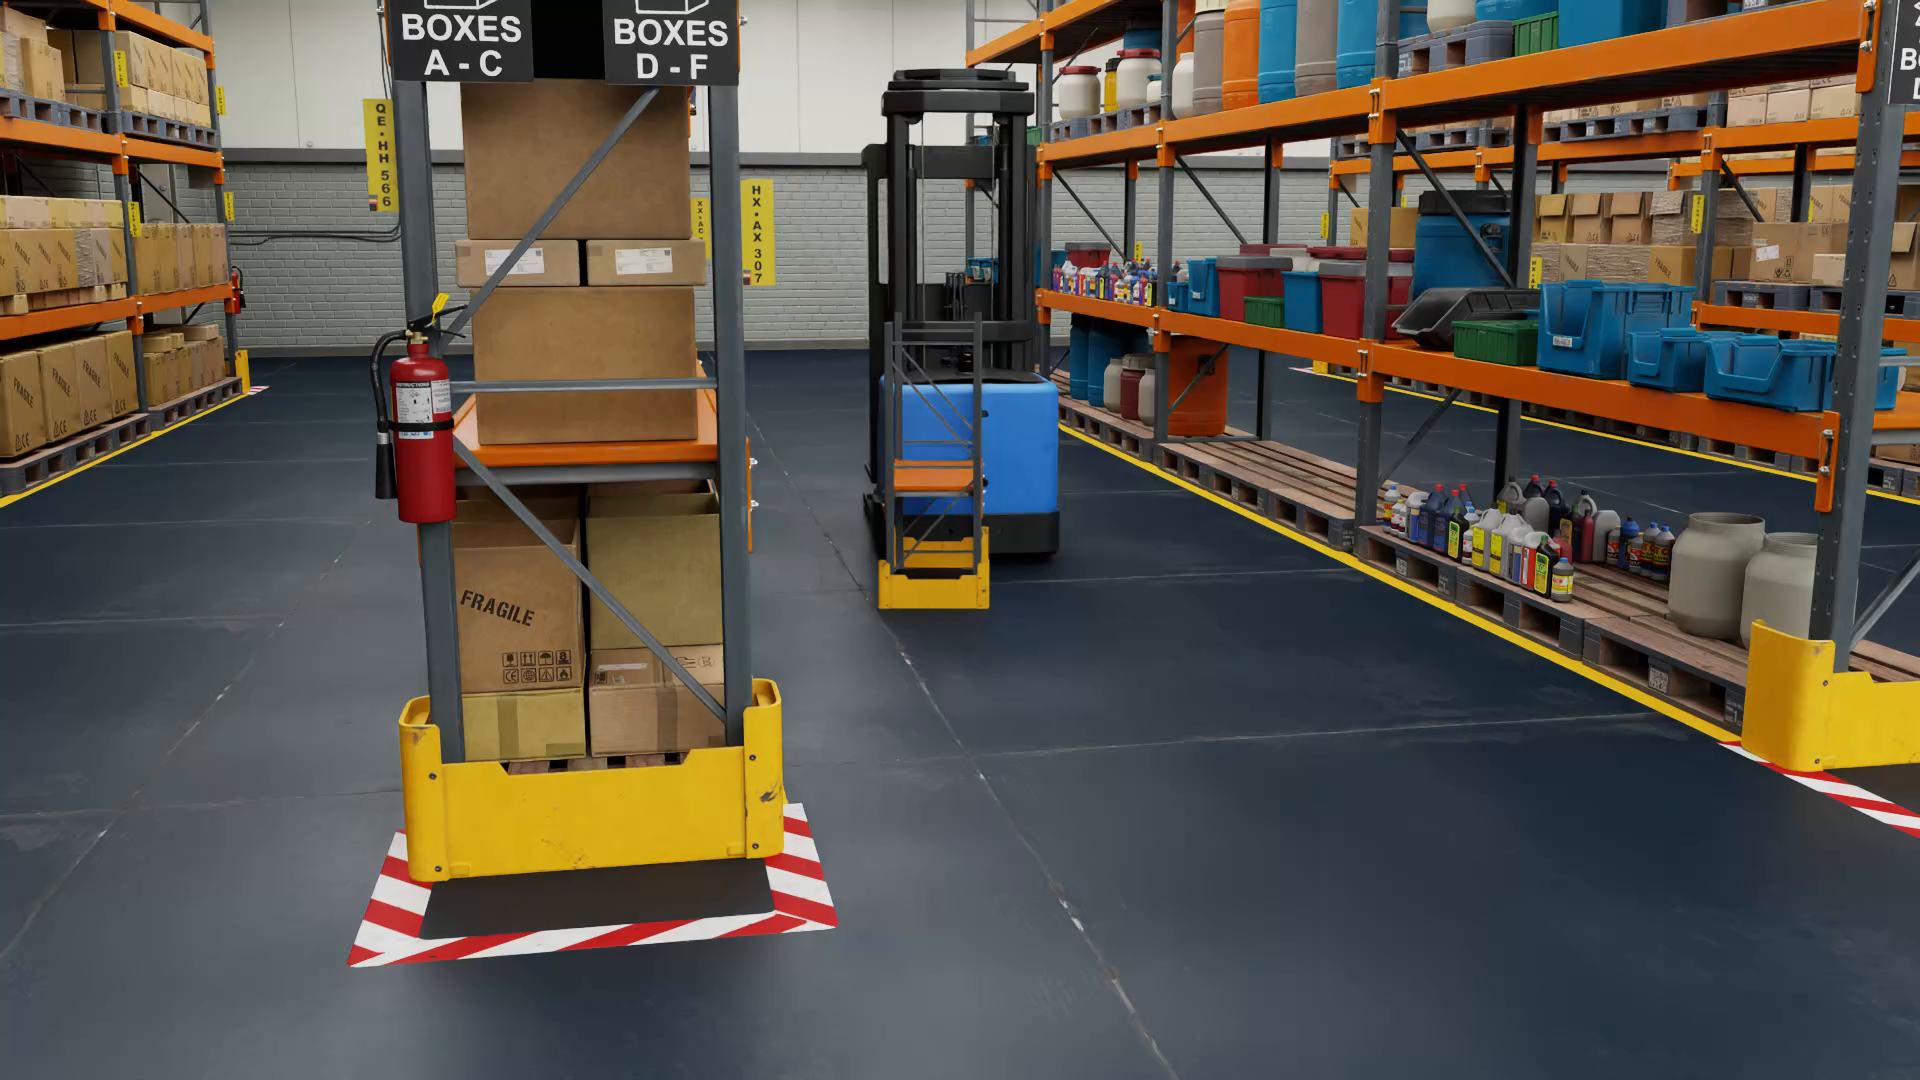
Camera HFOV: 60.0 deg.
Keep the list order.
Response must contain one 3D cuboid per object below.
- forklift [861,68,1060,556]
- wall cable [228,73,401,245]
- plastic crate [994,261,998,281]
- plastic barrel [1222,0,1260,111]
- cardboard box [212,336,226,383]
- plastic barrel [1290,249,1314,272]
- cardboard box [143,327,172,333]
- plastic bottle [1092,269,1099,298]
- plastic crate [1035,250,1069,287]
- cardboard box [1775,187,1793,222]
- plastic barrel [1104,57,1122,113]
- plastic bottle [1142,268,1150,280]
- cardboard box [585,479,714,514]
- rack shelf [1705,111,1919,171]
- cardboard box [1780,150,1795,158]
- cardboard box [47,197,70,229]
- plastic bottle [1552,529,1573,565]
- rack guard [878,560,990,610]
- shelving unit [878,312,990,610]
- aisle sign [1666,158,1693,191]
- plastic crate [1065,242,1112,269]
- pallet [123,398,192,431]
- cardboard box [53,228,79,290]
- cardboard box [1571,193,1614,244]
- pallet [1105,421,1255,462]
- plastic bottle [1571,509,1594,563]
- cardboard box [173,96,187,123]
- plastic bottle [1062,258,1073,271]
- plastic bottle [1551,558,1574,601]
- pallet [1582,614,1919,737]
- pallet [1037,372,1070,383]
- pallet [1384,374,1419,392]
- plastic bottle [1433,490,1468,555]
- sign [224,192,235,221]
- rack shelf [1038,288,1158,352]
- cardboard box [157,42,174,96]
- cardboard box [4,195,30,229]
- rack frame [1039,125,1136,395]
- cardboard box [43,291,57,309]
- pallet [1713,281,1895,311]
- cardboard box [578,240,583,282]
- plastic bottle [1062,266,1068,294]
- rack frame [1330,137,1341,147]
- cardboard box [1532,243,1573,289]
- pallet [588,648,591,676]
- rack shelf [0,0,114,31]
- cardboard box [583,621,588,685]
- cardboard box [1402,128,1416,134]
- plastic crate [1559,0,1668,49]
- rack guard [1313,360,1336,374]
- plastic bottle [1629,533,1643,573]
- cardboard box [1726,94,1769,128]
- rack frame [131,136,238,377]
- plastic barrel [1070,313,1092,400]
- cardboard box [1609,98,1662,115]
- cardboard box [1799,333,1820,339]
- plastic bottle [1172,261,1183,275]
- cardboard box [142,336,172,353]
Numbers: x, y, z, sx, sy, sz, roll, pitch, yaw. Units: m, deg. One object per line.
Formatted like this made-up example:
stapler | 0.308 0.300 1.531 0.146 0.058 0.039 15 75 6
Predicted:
forklift | -0.082 -1.568 11.094 1.130 2.935 3.031 -1 11 -6
wall cable | -9.893 -5.697 24.866 3.097 2.526 0.112 -2 11 -11
plastic crate | 0.614 -3.179 19.663 0.416 0.233 0.300 -2 11 -11
plastic barrel | 2.205 -3.524 12.019 0.600 0.830 0.708 -2 11 -11
cardboard box | -8.909 -2.079 19.158 0.700 0.500 0.500 -2 11 -11
plastic barrel | 2.622 -1.915 12.436 0.421 0.512 0.421 0 11 0
cardboard box | -8.982 -2.274 18.450 0.380 0.149 0.250 -2 11 -11
plastic bottle | 1.309 -2.437 15.824 0.097 0.271 0.097 0 11 0
plastic crate | 0.927 -2.947 18.038 0.392 0.384 0.575 -2 11 -11
cardboard box | 10.548 -4.146 20.717 0.500 0.500 0.500 -2 11 -10
plastic barrel | 1.729 -4.464 16.479 0.600 0.588 0.600 0 11 0
plastic bottle | 1.823 -2.536 16.342 0.097 0.271 0.097 0 11 0
cardboard box | -1.268 0.015 6.819 0.500 0.500 0.500 -2 11 -11
rack shelf | 7.378 -3.052 12.609 1.077 0.370 4.000 -2 11 -11
cardboard box | 10.551 -4.859 20.581 0.500 0.250 0.500 -2 11 -12
cardboard box | -7.734 -2.707 13.777 0.500 0.250 0.500 -2 11 -12
plastic bottle | 2.982 0.095 8.262 0.061 0.283 0.133 -2 11 -11
rack guard | -0.138 0.236 8.789 0.587 0.250 0.087 0 11 1
shelving unit | -0.132 -0.471 9.161 0.587 1.500 1.083 0 11 1
aisle sign | 10.010 -5.207 23.078 0.394 0.787 0.004 -2 11 -11
plastic crate | 1.425 -3.086 18.554 0.402 0.464 0.583 -2 11 -11
pallet | -8.436 -1.264 16.773 1.003 0.211 1.213 -2 11 -11
cardboard box | -7.728 -2.344 13.873 0.500 0.500 0.500 -2 11 -9
cardboard box | 6.602 -3.217 16.627 0.797 0.503 0.637 -2 11 -9
pallet | 1.936 -0.891 14.815 1.003 0.211 1.213 -2 11 -11
plastic bottle | 3.340 -0.030 8.921 0.061 0.283 0.133 -2 11 -11
cardboard box | -8.532 -4.565 17.647 0.500 0.250 0.500 -2 11 -13
plastic bottle | 1.111 -2.744 17.222 0.144 0.351 0.185 -2 11 -11
plastic bottle | 2.899 0.187 8.000 0.097 0.201 0.097 0 11 0
pallet | 3.473 0.558 7.203 1.003 0.211 1.213 -2 11 -11
pallet | 0.931 -1.840 19.797 1.003 0.211 1.213 -2 11 -11
pallet | 5.899 -2.029 20.790 1.003 0.211 1.213 -2 11 -11
plastic bottle | 2.695 -0.102 9.116 0.144 0.351 0.185 -3 11 -13
sign | -8.608 -3.927 19.579 0.100 0.325 0.005 -2 11 -11
rack shelf | 1.742 -2.132 15.797 1.077 0.370 4.000 -2 11 -11
cardboard box | -8.436 -4.841 17.089 0.500 0.500 0.500 -2 11 -11
cardboard box | -7.528 -2.523 12.805 0.500 0.250 0.500 -2 11 -12
rack frame | 1.353 -2.852 17.657 1.000 3.000 0.127 -2 11 -11
cardboard box | -7.733 -1.994 13.769 0.380 0.149 0.250 -2 11 -11
pallet | 7.232 -2.077 14.101 1.213 0.211 1.003 -2 11 -11
cardboard box | -1.486 -0.950 5.665 0.380 0.149 0.250 -2 11 -10
plastic bottle | 1.091 -2.643 16.904 0.097 0.271 0.097 0 11 0
rack frame | 5.433 -6.713 21.897 1.000 3.000 0.127 -2 11 -11
cardboard box | 6.251 -2.804 17.136 0.500 0.500 0.500 -2 11 -12
pallet | -1.597 0.536 7.314 1.003 0.211 1.213 -2 11 -11
rack shelf | -7.976 -4.522 13.381 1.077 0.370 4.000 -2 11 -11
cardboard box | -1.676 0.494 6.309 0.500 0.250 0.500 -2 11 -11
cardboard box | 5.726 -5.250 20.574 0.700 0.500 0.500 -3 11 -15
plastic crate | 3.020 -2.455 7.595 0.392 0.384 0.575 -2 11 -11
rack guard | 5.428 -2.542 22.715 1.175 0.500 0.348 -2 11 -11
plastic bottle | 3.534 0.064 8.643 0.097 0.201 0.097 0 11 0
cardboard box | 6.831 -3.603 13.981 0.500 0.250 0.500 -2 11 -10
rack frame | -9.143 -3.225 19.619 1.000 3.000 0.127 -2 11 -11
plastic barrel | 1.442 -1.927 17.287 0.600 0.901 0.708 -2 11 -11
cardboard box | 6.546 -4.292 15.809 0.500 0.500 0.500 -2 11 -8
cardboard box | 10.653 -2.489 20.661 0.380 0.149 0.250 -2 11 -9
plastic bottle | 2.067 -2.469 15.777 0.144 0.351 0.185 -2 11 -11
cardboard box | -8.298 -1.999 17.003 0.380 0.149 0.250 -2 11 -9
